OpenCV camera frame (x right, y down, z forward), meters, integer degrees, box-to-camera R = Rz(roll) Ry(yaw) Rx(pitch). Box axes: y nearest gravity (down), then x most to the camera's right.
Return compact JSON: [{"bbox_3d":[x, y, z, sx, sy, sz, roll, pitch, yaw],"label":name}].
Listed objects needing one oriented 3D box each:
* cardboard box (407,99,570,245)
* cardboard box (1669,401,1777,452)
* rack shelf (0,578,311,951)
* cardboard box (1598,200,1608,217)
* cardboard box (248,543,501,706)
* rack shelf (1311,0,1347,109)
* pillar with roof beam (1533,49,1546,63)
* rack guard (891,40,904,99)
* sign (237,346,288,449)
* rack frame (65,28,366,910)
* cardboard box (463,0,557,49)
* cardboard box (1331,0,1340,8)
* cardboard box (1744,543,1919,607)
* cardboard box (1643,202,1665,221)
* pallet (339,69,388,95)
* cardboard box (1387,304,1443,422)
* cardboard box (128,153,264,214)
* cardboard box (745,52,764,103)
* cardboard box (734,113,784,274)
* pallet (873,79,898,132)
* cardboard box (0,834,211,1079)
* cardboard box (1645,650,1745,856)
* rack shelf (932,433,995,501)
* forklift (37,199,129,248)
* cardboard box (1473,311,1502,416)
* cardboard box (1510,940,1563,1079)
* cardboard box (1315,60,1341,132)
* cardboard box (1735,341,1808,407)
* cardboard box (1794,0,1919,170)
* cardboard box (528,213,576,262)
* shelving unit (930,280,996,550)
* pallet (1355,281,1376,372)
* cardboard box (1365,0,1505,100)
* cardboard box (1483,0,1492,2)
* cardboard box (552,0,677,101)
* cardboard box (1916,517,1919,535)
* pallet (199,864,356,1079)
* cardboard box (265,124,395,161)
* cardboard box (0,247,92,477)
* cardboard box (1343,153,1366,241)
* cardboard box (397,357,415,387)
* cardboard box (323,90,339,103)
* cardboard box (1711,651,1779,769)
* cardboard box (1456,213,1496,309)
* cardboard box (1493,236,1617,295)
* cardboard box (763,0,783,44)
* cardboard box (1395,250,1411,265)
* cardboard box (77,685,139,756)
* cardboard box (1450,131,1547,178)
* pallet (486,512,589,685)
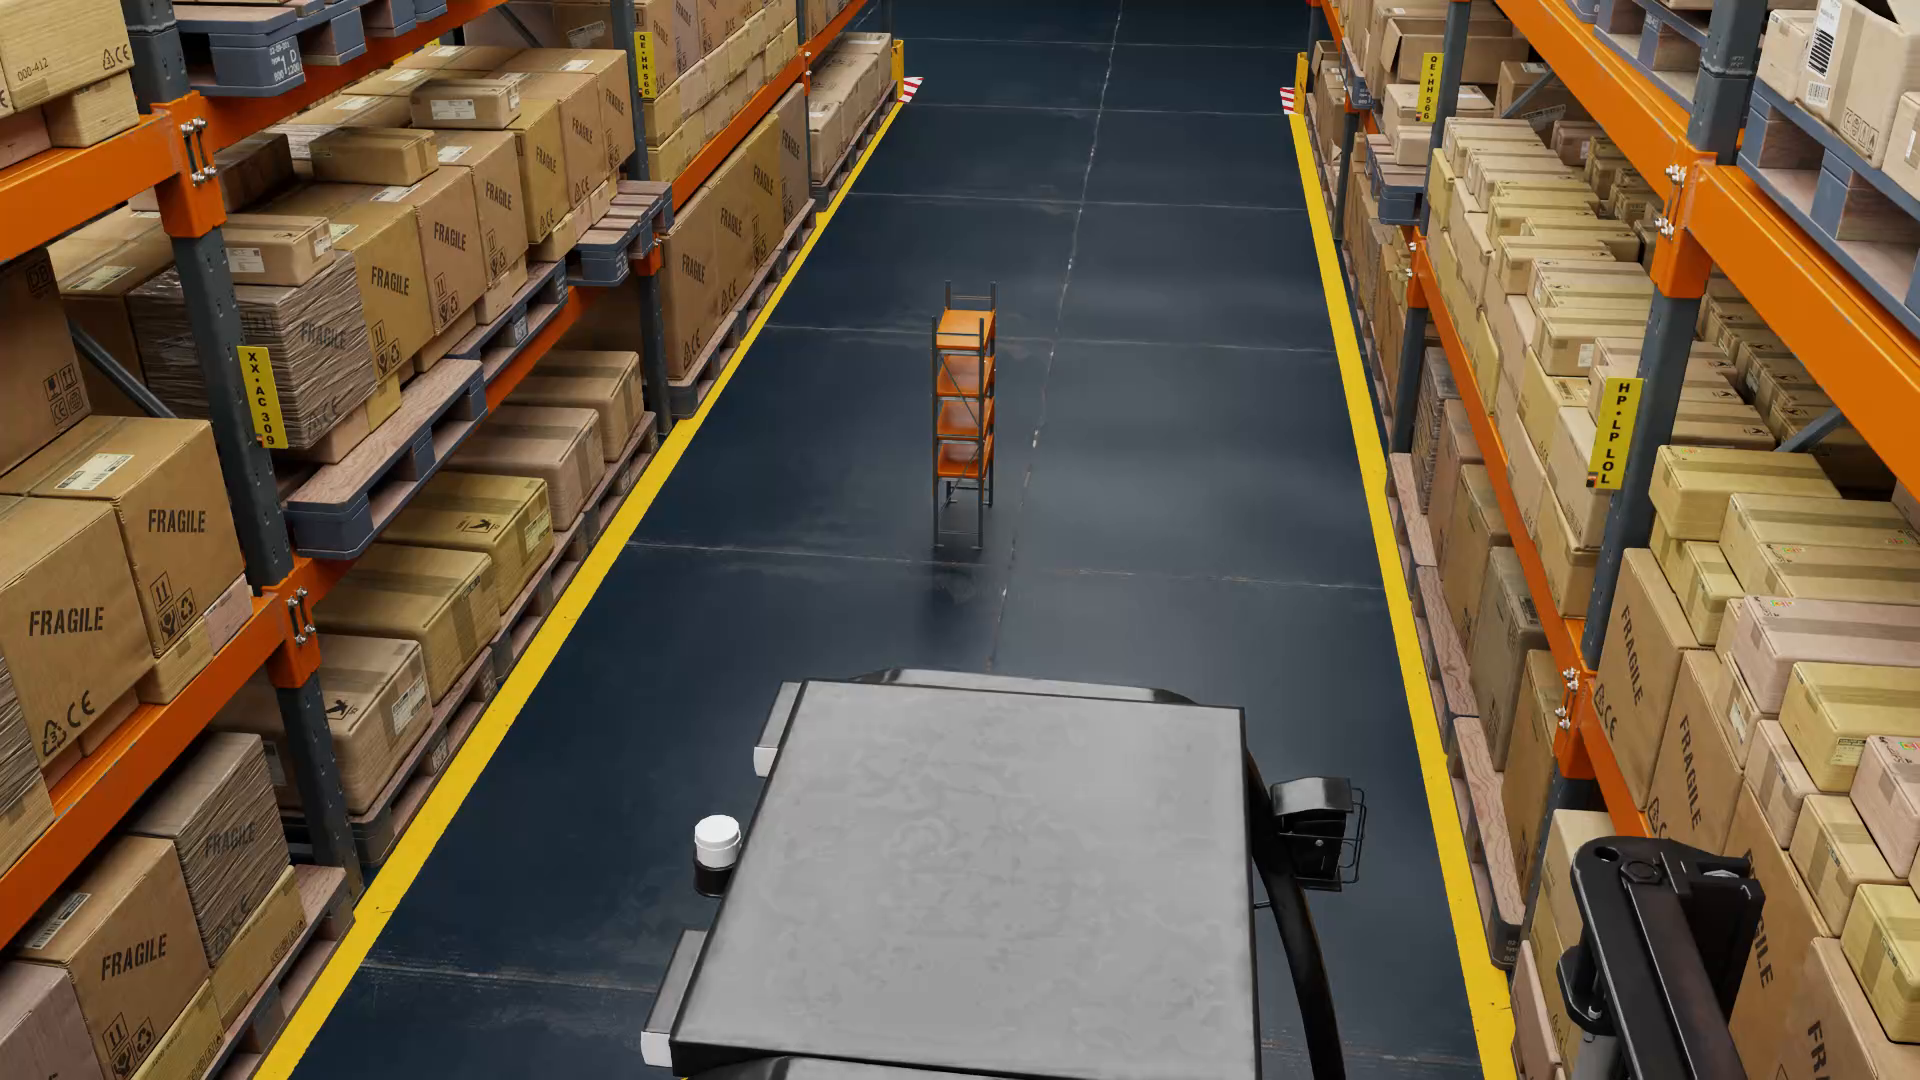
[{"bbox_3d":[-2.025,-1.601,7.197,0.500,0.500,0.500,1,28,3],"label":"cardboard box"},{"bbox_3d":[2.126,-0.287,4.830,0.380,0.149,0.250,4,29,8],"label":"cardboard box"},{"bbox_3d":[-2.867,1.188,3.640,1.077,0.370,4.000,3,28,6],"label":"rack shelf"},{"bbox_3d":[2.955,-1.352,7.228,0.500,0.250,0.500,4,29,7],"label":"cardboard box"},{"bbox_3d":[-2.476,0.316,6.828,0.950,0.372,0.625,5,29,9],"label":"cardboard box"},{"bbox_3d":[3.530,-4.174,13.593,1.077,0.370,4.000,3,28,6],"label":"rack shelf"},{"bbox_3d":[-0.008,-6.716,11.228,9.100,9.000,0.400,3,28,6],"label":"pillar with roof beam"},{"bbox_3d":[-1.149,-4.629,16.316,1.175,0.500,0.348,3,28,6],"label":"rack guard"},{"bbox_3d":[-2.083,-0.423,4.960,0.100,0.325,0.005,3,28,6],"label":"sign"},{"bbox_3d":[-2.622,-0.070,5.217,1.000,3.000,0.127,3,28,6],"label":"rack frame"},{"bbox_3d":[-2.328,-2.696,8.931,0.500,0.500,0.500,3,28,5],"label":"cardboard box"},{"bbox_3d":[3.243,-4.454,13.619,0.380,0.149,0.250,4,29,7],"label":"cardboard box"},{"bbox_3d":[2.006,0.138,3.729,0.380,0.149,0.250,3,28,5],"label":"cardboard box"},{"bbox_3d":[2.925,-1.222,6.567,0.380,0.149,0.250,3,28,5],"label":"cardboard box"},{"bbox_3d":[-6.221,-4.315,16.037,1.003,0.211,1.213,3,28,6],"label":"pallet"},{"bbox_3d":[2.633,-0.962,9.066,0.500,0.500,0.500,4,29,8],"label":"cardboard box"},{"bbox_3d":[-2.718,-1.271,5.901,0.380,0.149,0.250,3,28,5],"label":"cardboard box"},{"bbox_3d":[-1.591,-3.068,10.940,0.500,0.250,0.500,3,28,5],"label":"cardboard box"},{"bbox_3d":[-1.741,-2.363,11.271,0.875,0.875,0.875,4,29,8],"label":"cardboard box"},{"bbox_3d":[-1.172,-4.110,15.657,1.003,0.211,1.213,3,28,6],"label":"pallet"},{"bbox_3d":[-2.489,1.159,4.602,0.500,0.500,0.500,4,29,7],"label":"cardboard box"},{"bbox_3d":[1.944,0.613,3.845,0.500,0.500,0.500,4,29,7],"label":"cardboard box"},{"bbox_3d":[0.020,-0.372,8.236,0.258,0.148,0.480,3,28,6],"label":"rack shelf"},{"bbox_3d":[-4.649,-1.586,8.103,1.130,2.935,3.031,4,29,7],"label":"forklift"},{"bbox_3d":[2.310,-0.682,6.512,0.500,0.250,0.500,4,29,8],"label":"cardboard box"},{"bbox_3d":[1.917,1.451,4.851,0.500,0.250,0.500,4,29,7],"label":"cardboard box"},{"bbox_3d":[3.463,-3.834,14.396,0.700,0.500,0.500,4,29,8],"label":"cardboard box"},{"bbox_3d":[2.677,-0.507,5.239,0.380,0.149,0.250,3,28,6],"label":"cardboard box"},{"bbox_3d":[1.961,-0.916,3.171,0.500,0.311,0.500,4,29,7],"label":"cardboard box"},{"bbox_3d":[-1.945,-1.359,7.432,0.380,0.149,0.250,4,29,7],"label":"cardboard box"},{"bbox_3d":[0.020,-0.606,8.110,0.258,1.200,0.503,3,28,6],"label":"shelving unit"},{"bbox_3d":[3.076,-1.360,10.553,1.003,0.211,1.213,3,28,6],"label":"pallet"},{"bbox_3d":[2.844,-2.950,10.015,0.700,0.500,0.500,3,28,6],"label":"cardboard box"},{"bbox_3d":[3.614,-3.831,12.044,0.500,0.250,0.500,3,28,6],"label":"cardboard box"},{"bbox_3d":[-1.829,-2.655,8.856,0.500,0.500,0.500,2,28,5],"label":"cardboard box"},{"bbox_3d":[2.494,0.040,3.911,0.380,0.149,0.250,3,28,5],"label":"cardboard box"},{"bbox_3d":[-2.669,1.476,5.288,1.003,0.211,1.213,3,28,6],"label":"pallet"},{"bbox_3d":[-2.601,-1.383,6.793,0.500,0.500,0.500,2,28,4],"label":"cardboard box"},{"bbox_3d":[-2.891,-0.491,4.525,0.700,0.500,0.500,3,28,6],"label":"cardboard box"},{"bbox_3d":[3.002,-2.419,11.770,0.500,0.500,0.500,5,29,8],"label":"cardboard box"},{"bbox_3d":[-2.243,-0.641,6.099,0.380,0.149,0.250,5,29,9],"label":"cardboard box"},{"bbox_3d":[-5.970,-4.142,15.338,0.380,0.149,0.250,2,28,4],"label":"cardboard box"},{"bbox_3d":[1.866,0.380,3.593,0.380,0.149,0.250,4,29,7],"label":"cardboard box"},{"bbox_3d":[2.353,-1.145,6.843,0.500,0.250,0.500,3,28,5],"label":"cardboard box"},{"bbox_3d":[2.209,-1.019,6.190,0.380,0.149,0.250,3,28,5],"label":"cardboard box"},{"bbox_3d":[-1.508,-3.532,11.275,0.500,0.250,0.500,4,29,7],"label":"cardboard box"},{"bbox_3d":[2.683,-1.535,9.446,0.380,0.149,0.250,2,28,5],"label":"cardboard box"},{"bbox_3d":[-2.492,0.446,4.525,0.380,0.149,0.250,3,29,6],"label":"cardboard box"},{"bbox_3d":[2.432,-1.737,7.523,0.380,0.149,0.250,4,29,7],"label":"cardboard box"},{"bbox_3d":[-2.381,0.215,7.628,1.003,0.211,1.213,3,28,6],"label":"pallet"}]
